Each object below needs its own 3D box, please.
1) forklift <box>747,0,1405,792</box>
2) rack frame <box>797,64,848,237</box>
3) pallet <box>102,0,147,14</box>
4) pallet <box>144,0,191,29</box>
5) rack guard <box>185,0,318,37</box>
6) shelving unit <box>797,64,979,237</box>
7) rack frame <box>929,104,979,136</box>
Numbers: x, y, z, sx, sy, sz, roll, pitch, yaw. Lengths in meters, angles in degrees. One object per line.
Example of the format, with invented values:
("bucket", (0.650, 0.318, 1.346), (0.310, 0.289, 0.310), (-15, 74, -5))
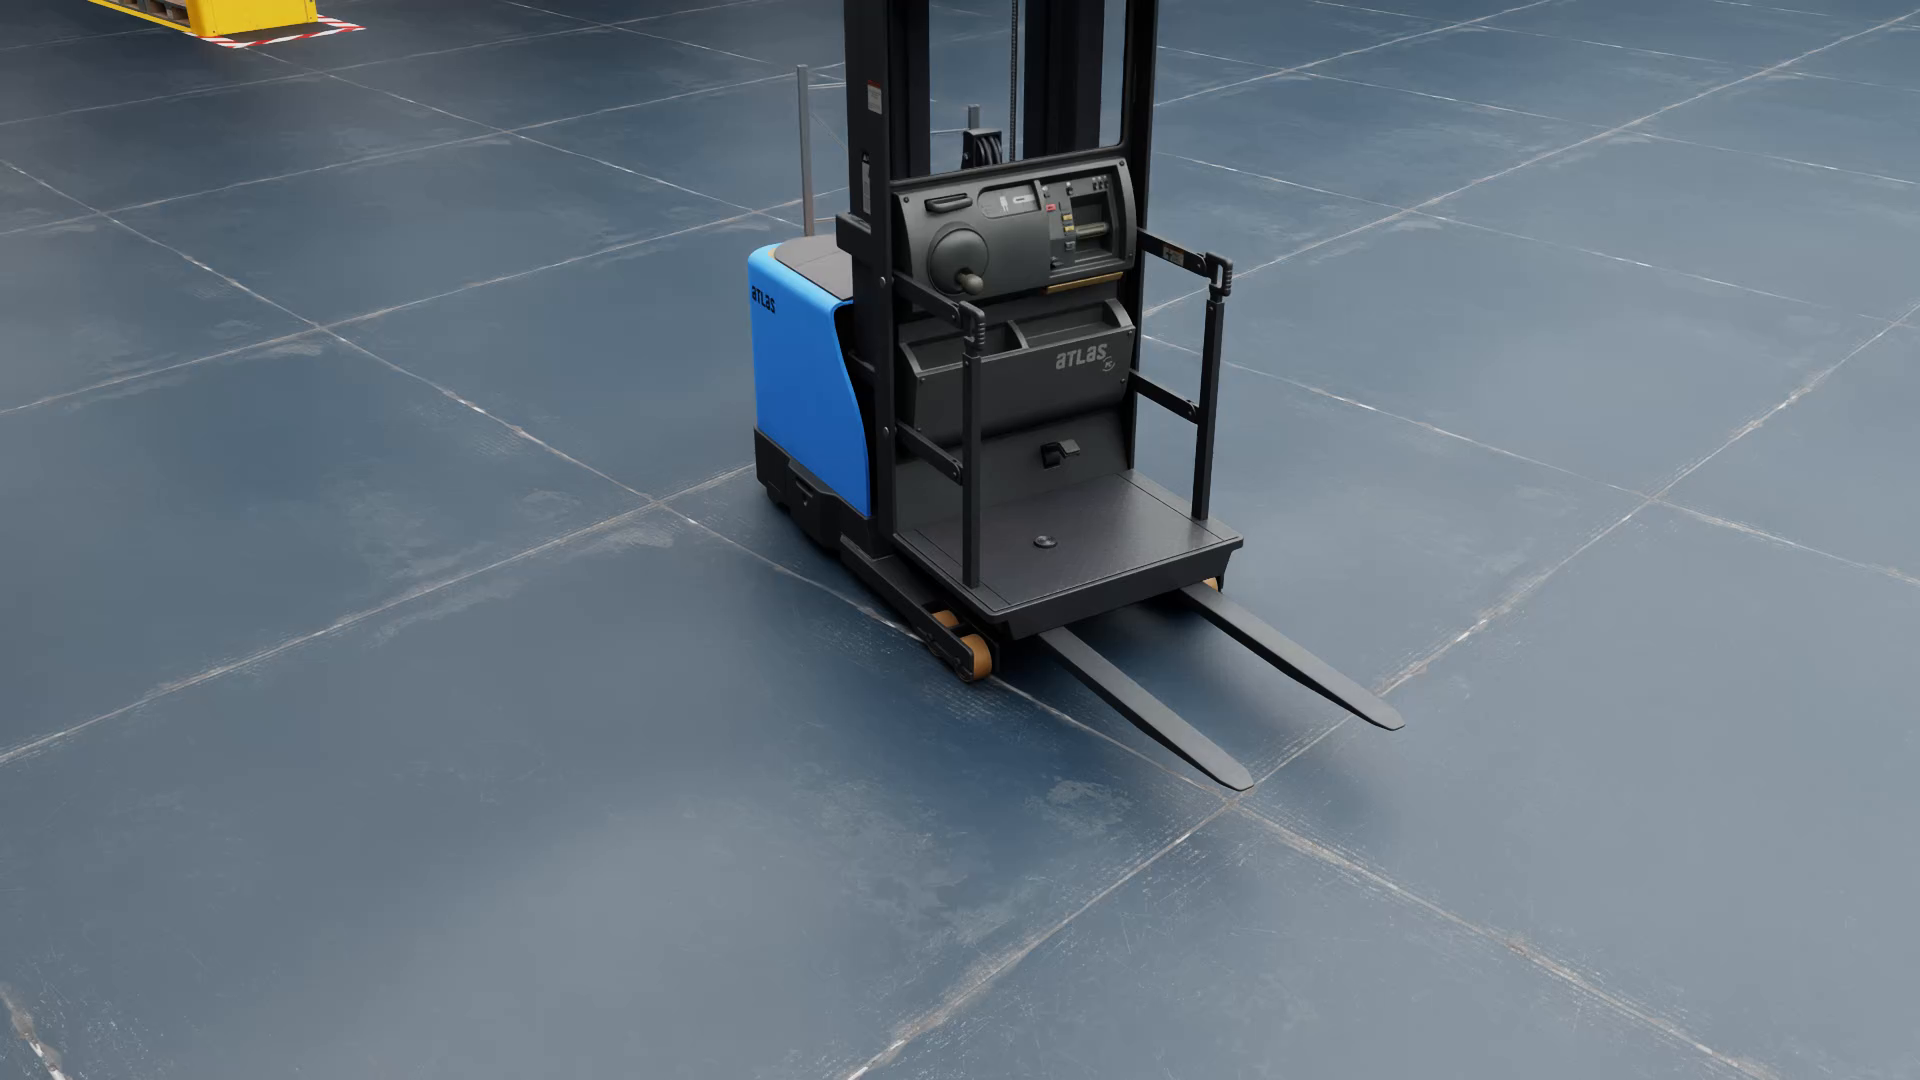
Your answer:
("forklift", (0.323, -1.048, 5.594), (1.130, 2.935, 3.031), (-16, 32, -27))
("rack frame", (-0.519, -1.576, 8.136), (0.500, 1.500, 0.032), (-10, 29, -18))
("pallet", (-8.362, -5.805, 17.563), (1.213, 0.211, 1.003), (25, 36, 38))
("pallet", (-7.496, -5.407, 16.806), (1.213, 0.211, 1.003), (25, 36, 38))
("rack guard", (-6.921, -5.268, 16.231), (0.348, 0.500, 1.175), (25, 36, 38))
("shelving unit", (-0.342, -1.359, 7.723), (0.587, 1.500, 1.083), (-10, 29, -18))
("rack frame", (-0.158, -1.134, 7.295), (0.500, 1.500, 0.032), (-10, 29, -18))
